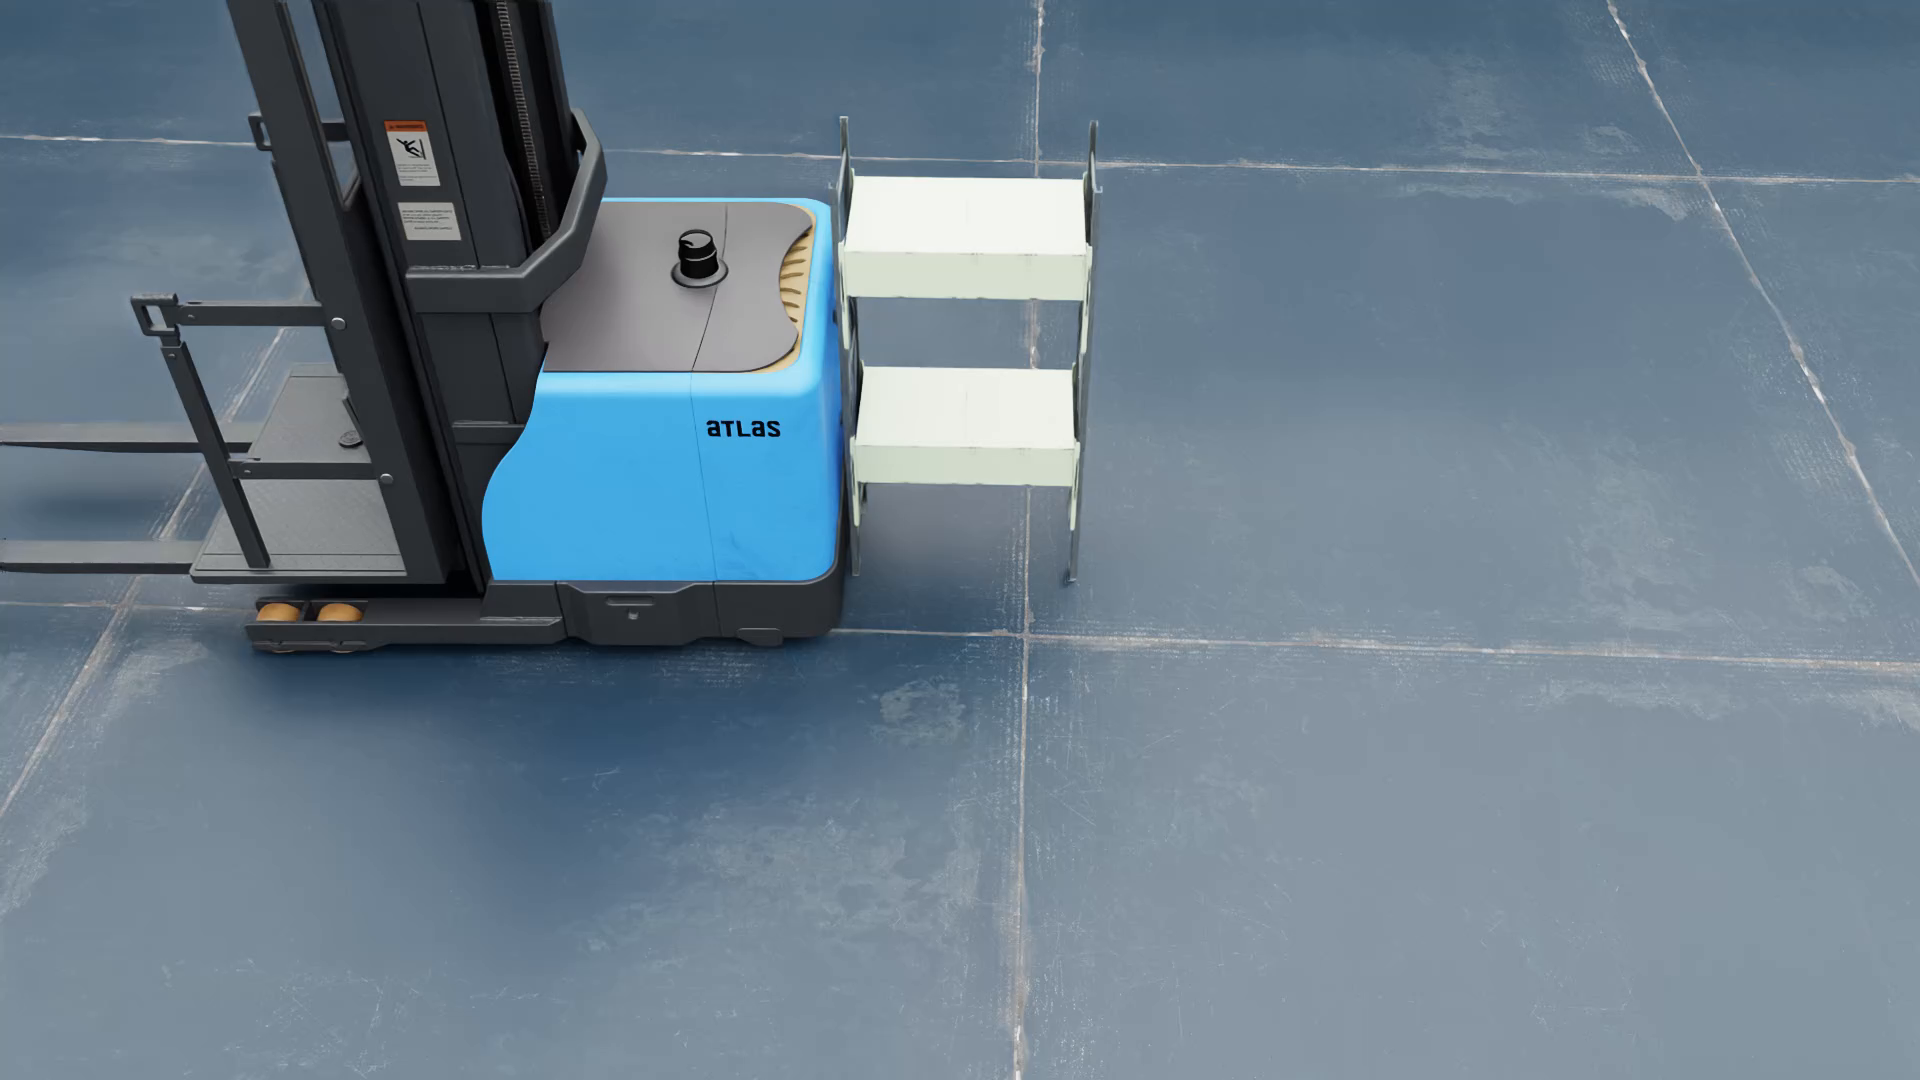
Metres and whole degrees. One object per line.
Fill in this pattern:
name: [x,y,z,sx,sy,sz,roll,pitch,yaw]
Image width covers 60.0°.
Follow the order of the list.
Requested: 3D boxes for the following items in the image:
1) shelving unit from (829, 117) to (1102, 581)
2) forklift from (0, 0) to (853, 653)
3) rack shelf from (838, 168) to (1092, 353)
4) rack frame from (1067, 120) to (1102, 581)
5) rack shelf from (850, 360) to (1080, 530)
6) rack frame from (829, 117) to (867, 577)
shelving unit: [0.020,-0.552,5.242,0.755,1.500,0.431,1,43,1]
forklift: [-1.897,-1.070,4.749,3.031,2.935,1.130,0,43,0]
rack shelf: [0.020,-0.837,4.975,0.720,0.370,0.431,1,43,1]
rack frame: [0.386,-0.545,5.234,0.023,1.500,0.400,1,43,1]
rack shelf: [0.020,-0.314,5.464,0.720,0.370,0.431,1,43,1]
rack frame: [-0.346,-0.559,5.249,0.023,1.500,0.400,1,43,1]
